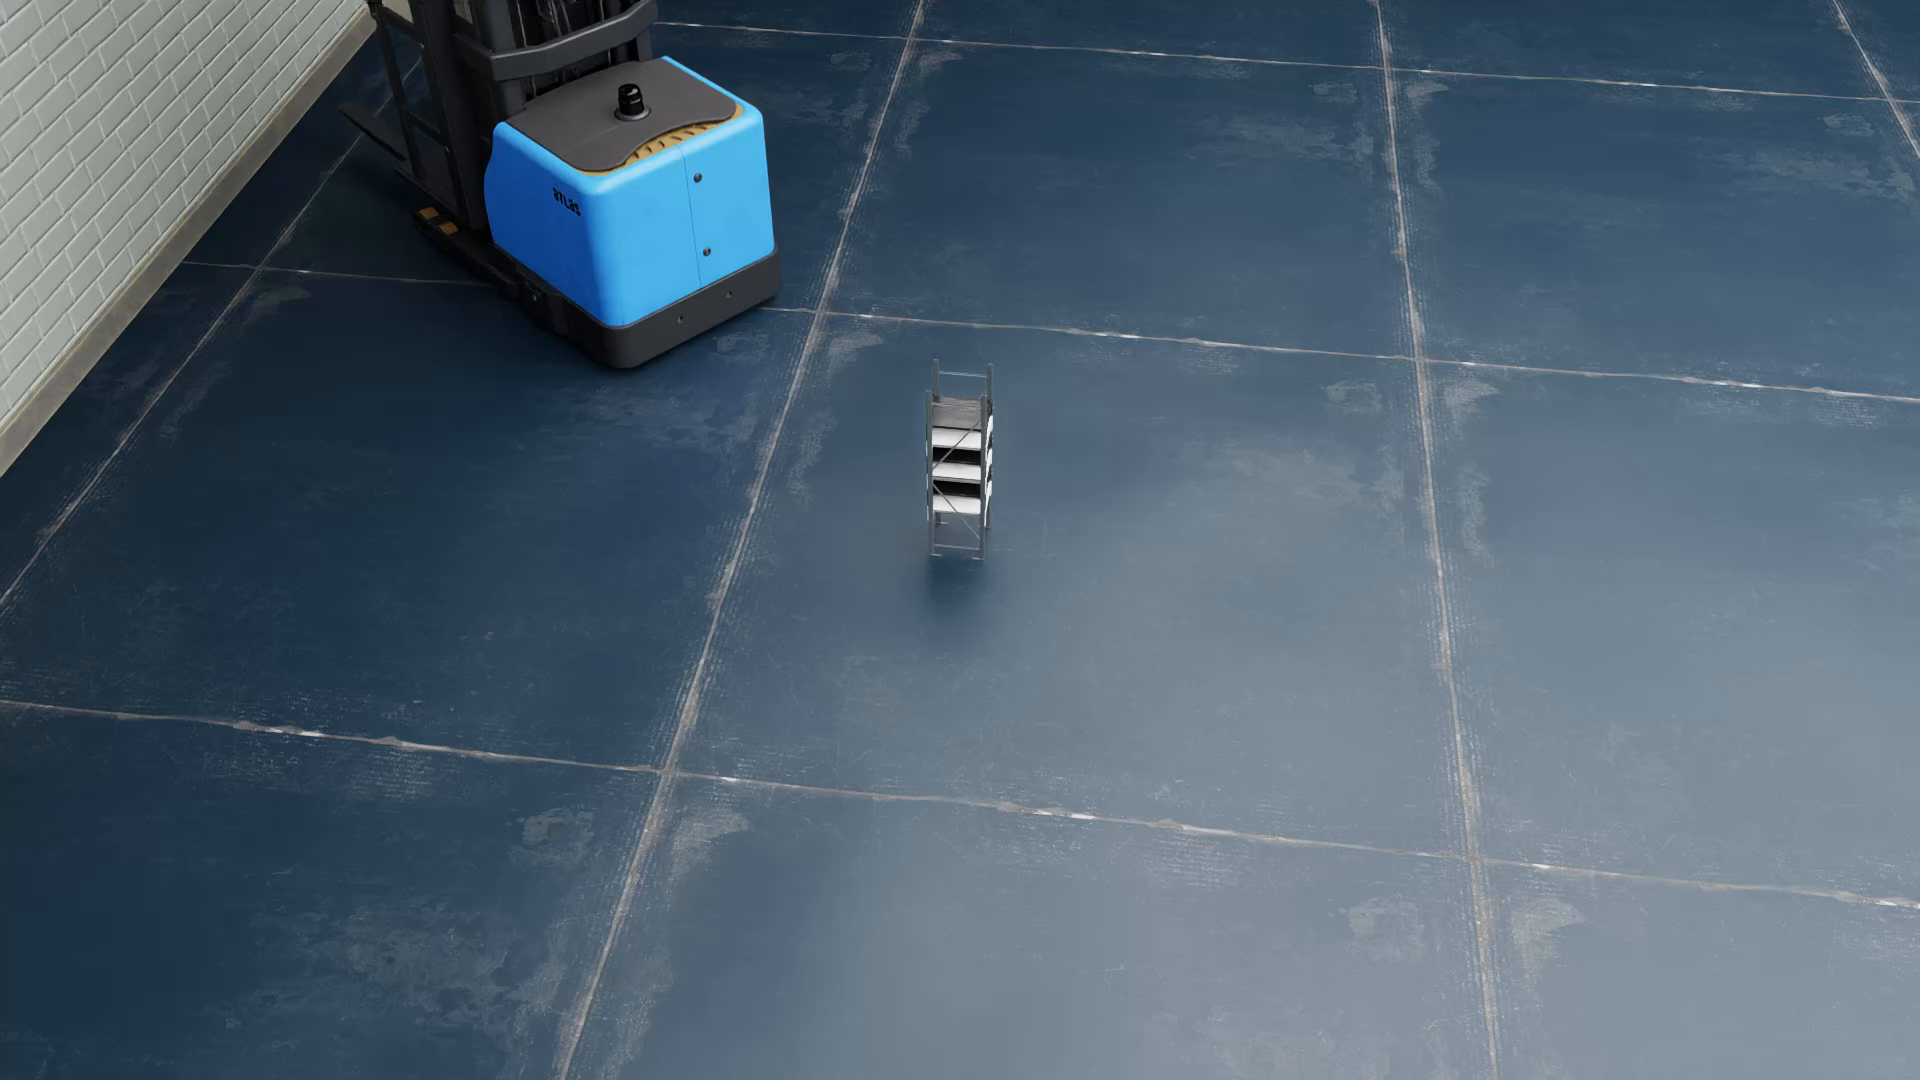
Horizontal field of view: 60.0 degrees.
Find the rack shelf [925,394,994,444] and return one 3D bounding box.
[{"bbox_3d":[-0.001,-0.493,6.772,0.258,0.077,0.200,5,44,6],"label":"rack shelf"}]

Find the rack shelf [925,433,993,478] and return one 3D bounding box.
[{"bbox_3d":[-0.001,-0.362,6.896,0.258,0.077,0.200,5,44,6],"label":"rack shelf"}]

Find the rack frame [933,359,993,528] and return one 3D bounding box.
[{"bbox_3d":[0.012,-0.391,7.008,0.240,0.900,0.006,5,44,6],"label":"rack frame"}]

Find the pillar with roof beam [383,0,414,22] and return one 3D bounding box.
[{"bbox_3d":[0.654,-6.384,7.447,9.100,9.000,0.400,5,44,6],"label":"pillar with roof beam"}]

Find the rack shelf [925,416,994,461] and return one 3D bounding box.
[{"bbox_3d":[-0.001,-0.428,6.834,0.258,0.077,0.200,5,44,6],"label":"rack shelf"}]

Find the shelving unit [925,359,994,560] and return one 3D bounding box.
[{"bbox_3d":[-0.001,-0.321,6.935,0.258,0.900,0.210,5,44,6],"label":"shelving unit"}]

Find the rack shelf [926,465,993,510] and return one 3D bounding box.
[{"bbox_3d":[-0.001,-0.232,7.020,0.258,0.077,0.200,5,44,6],"label":"rack shelf"}]

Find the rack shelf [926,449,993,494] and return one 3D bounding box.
[{"bbox_3d":[-0.001,-0.297,6.958,0.258,0.077,0.200,5,44,6],"label":"rack shelf"}]

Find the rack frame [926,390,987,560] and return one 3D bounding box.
[{"bbox_3d":[-0.015,-0.252,6.862,0.240,0.900,0.006,5,44,6],"label":"rack frame"}]

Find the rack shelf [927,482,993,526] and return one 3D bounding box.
[{"bbox_3d":[-0.001,-0.166,7.081,0.258,0.077,0.200,5,44,6],"label":"rack shelf"}]

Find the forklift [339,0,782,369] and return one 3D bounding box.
[{"bbox_3d":[-2.290,-2.805,8.081,1.130,2.935,3.031,-33,53,-30],"label":"forklift"}]
